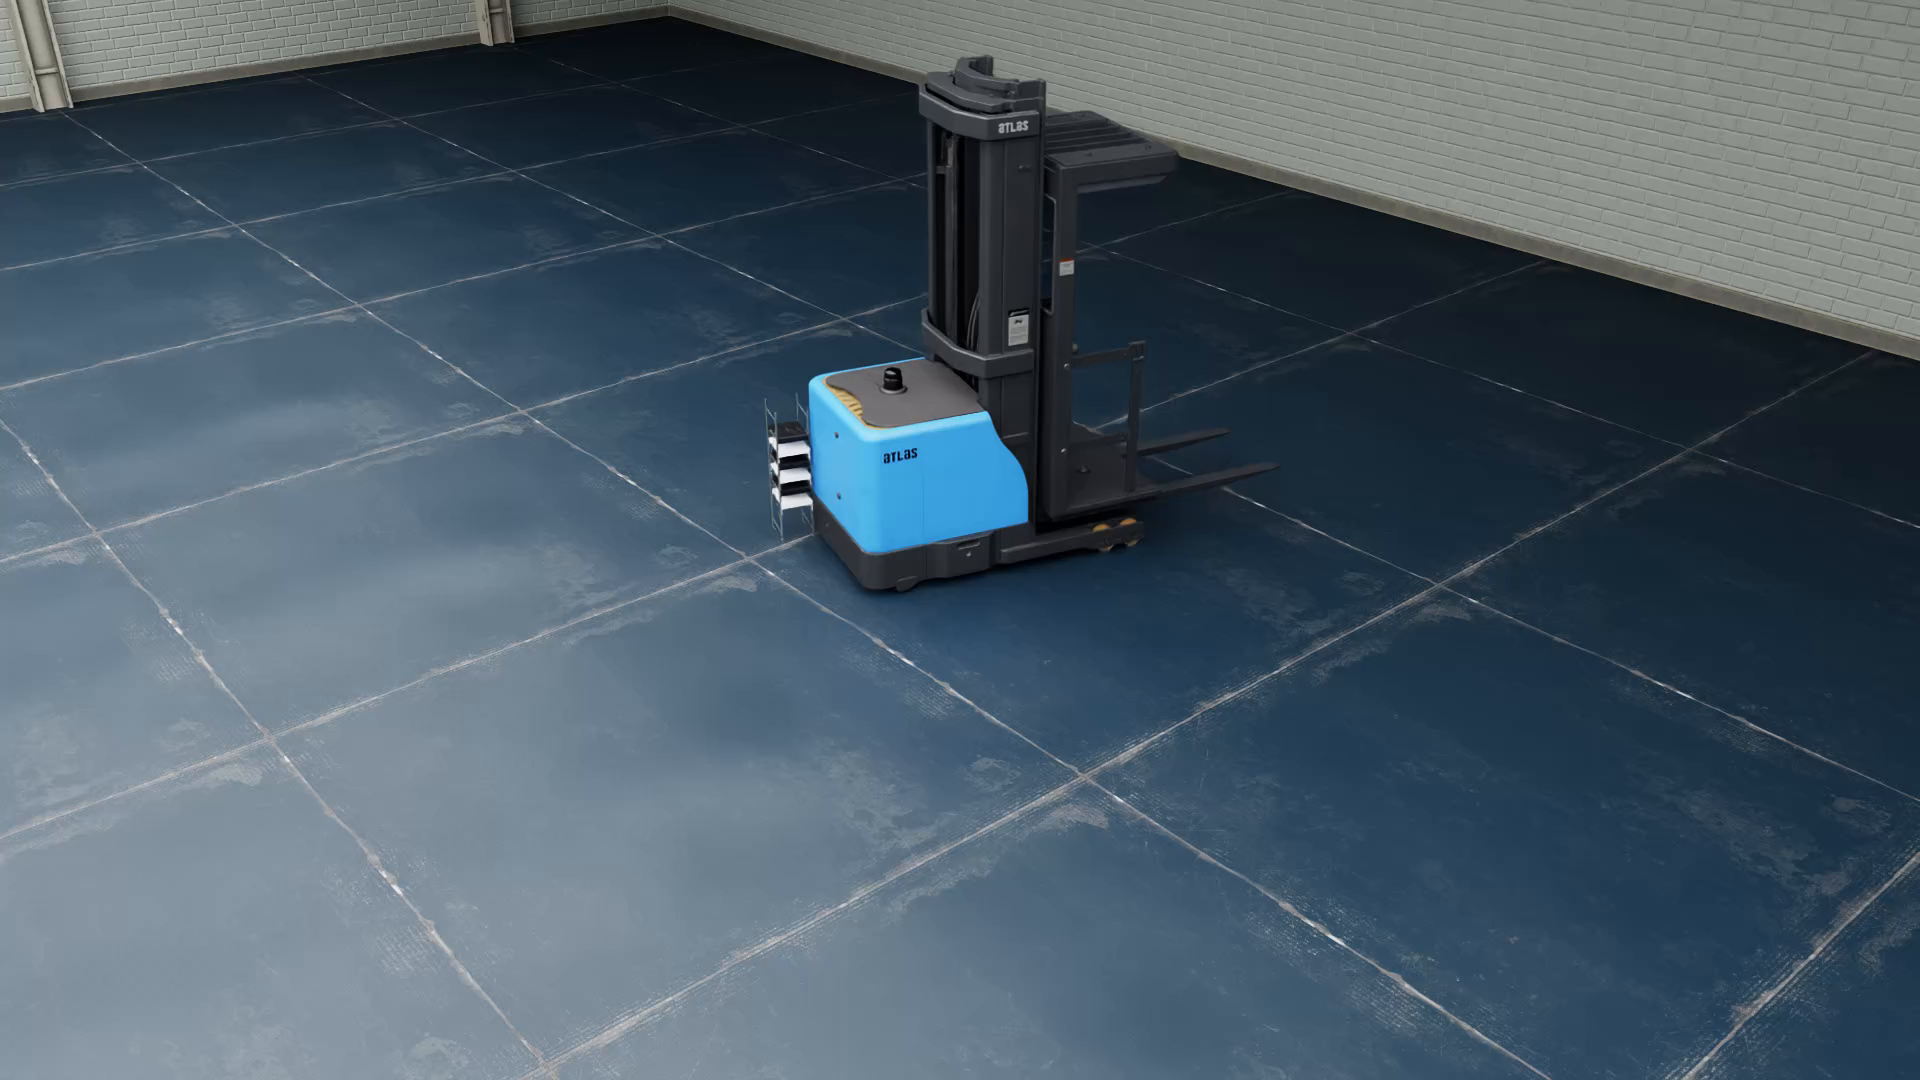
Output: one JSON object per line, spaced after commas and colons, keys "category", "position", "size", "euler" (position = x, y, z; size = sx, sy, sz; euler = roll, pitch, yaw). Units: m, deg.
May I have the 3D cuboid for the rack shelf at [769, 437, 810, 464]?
{"category": "rack shelf", "position": [-1.073, -0.578, 10.424], "size": [0.200, 0.077, 0.258], "euler": [-10, 30, -19]}

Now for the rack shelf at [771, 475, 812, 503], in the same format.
{"category": "rack shelf", "position": [-1.074, -0.340, 10.552], "size": [0.200, 0.077, 0.258], "euler": [-10, 30, -19]}

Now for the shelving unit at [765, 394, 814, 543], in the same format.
{"category": "shelving unit", "position": [-1.074, -0.449, 10.494], "size": [0.210, 0.900, 0.258], "euler": [-10, 30, -19]}

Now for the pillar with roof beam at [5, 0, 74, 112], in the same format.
{"category": "pillar with roof beam", "position": [-8.473, -7.803, 15.661], "size": [0.400, 9.000, 9.100], "euler": [-22, 35, -35]}

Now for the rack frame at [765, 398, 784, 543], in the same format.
{"category": "rack frame", "position": [-1.168, -0.432, 10.461], "size": [0.006, 0.900, 0.240], "euler": [-10, 30, -19]}

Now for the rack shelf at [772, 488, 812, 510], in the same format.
{"category": "rack shelf", "position": [-1.074, -0.261, 10.594], "size": [0.200, 0.077, 0.258], "euler": [-10, 30, -19]}

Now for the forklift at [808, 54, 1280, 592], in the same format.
{"category": "forklift", "position": [0.616, -1.437, 10.187], "size": [3.031, 2.935, 1.130], "euler": [-12, 30, -21]}

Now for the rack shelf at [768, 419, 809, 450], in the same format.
{"category": "rack shelf", "position": [-1.073, -0.658, 10.382], "size": [0.200, 0.077, 0.258], "euler": [-10, 30, -19]}

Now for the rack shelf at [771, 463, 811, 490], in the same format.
{"category": "rack shelf", "position": [-1.074, -0.420, 10.509], "size": [0.200, 0.077, 0.258], "euler": [-10, 30, -19]}

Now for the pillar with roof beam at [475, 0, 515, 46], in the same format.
{"category": "pillar with roof beam", "position": [-3.909, -9.638, 19.096], "size": [0.400, 9.000, 9.100], "euler": [-22, 35, -35]}

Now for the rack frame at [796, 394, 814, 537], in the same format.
{"category": "rack frame", "position": [-0.979, -0.466, 10.526], "size": [0.006, 0.900, 0.240], "euler": [-10, 30, -19]}

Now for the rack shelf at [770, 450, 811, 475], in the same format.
{"category": "rack shelf", "position": [-1.074, -0.499, 10.467], "size": [0.200, 0.077, 0.258], "euler": [-10, 30, -19]}
